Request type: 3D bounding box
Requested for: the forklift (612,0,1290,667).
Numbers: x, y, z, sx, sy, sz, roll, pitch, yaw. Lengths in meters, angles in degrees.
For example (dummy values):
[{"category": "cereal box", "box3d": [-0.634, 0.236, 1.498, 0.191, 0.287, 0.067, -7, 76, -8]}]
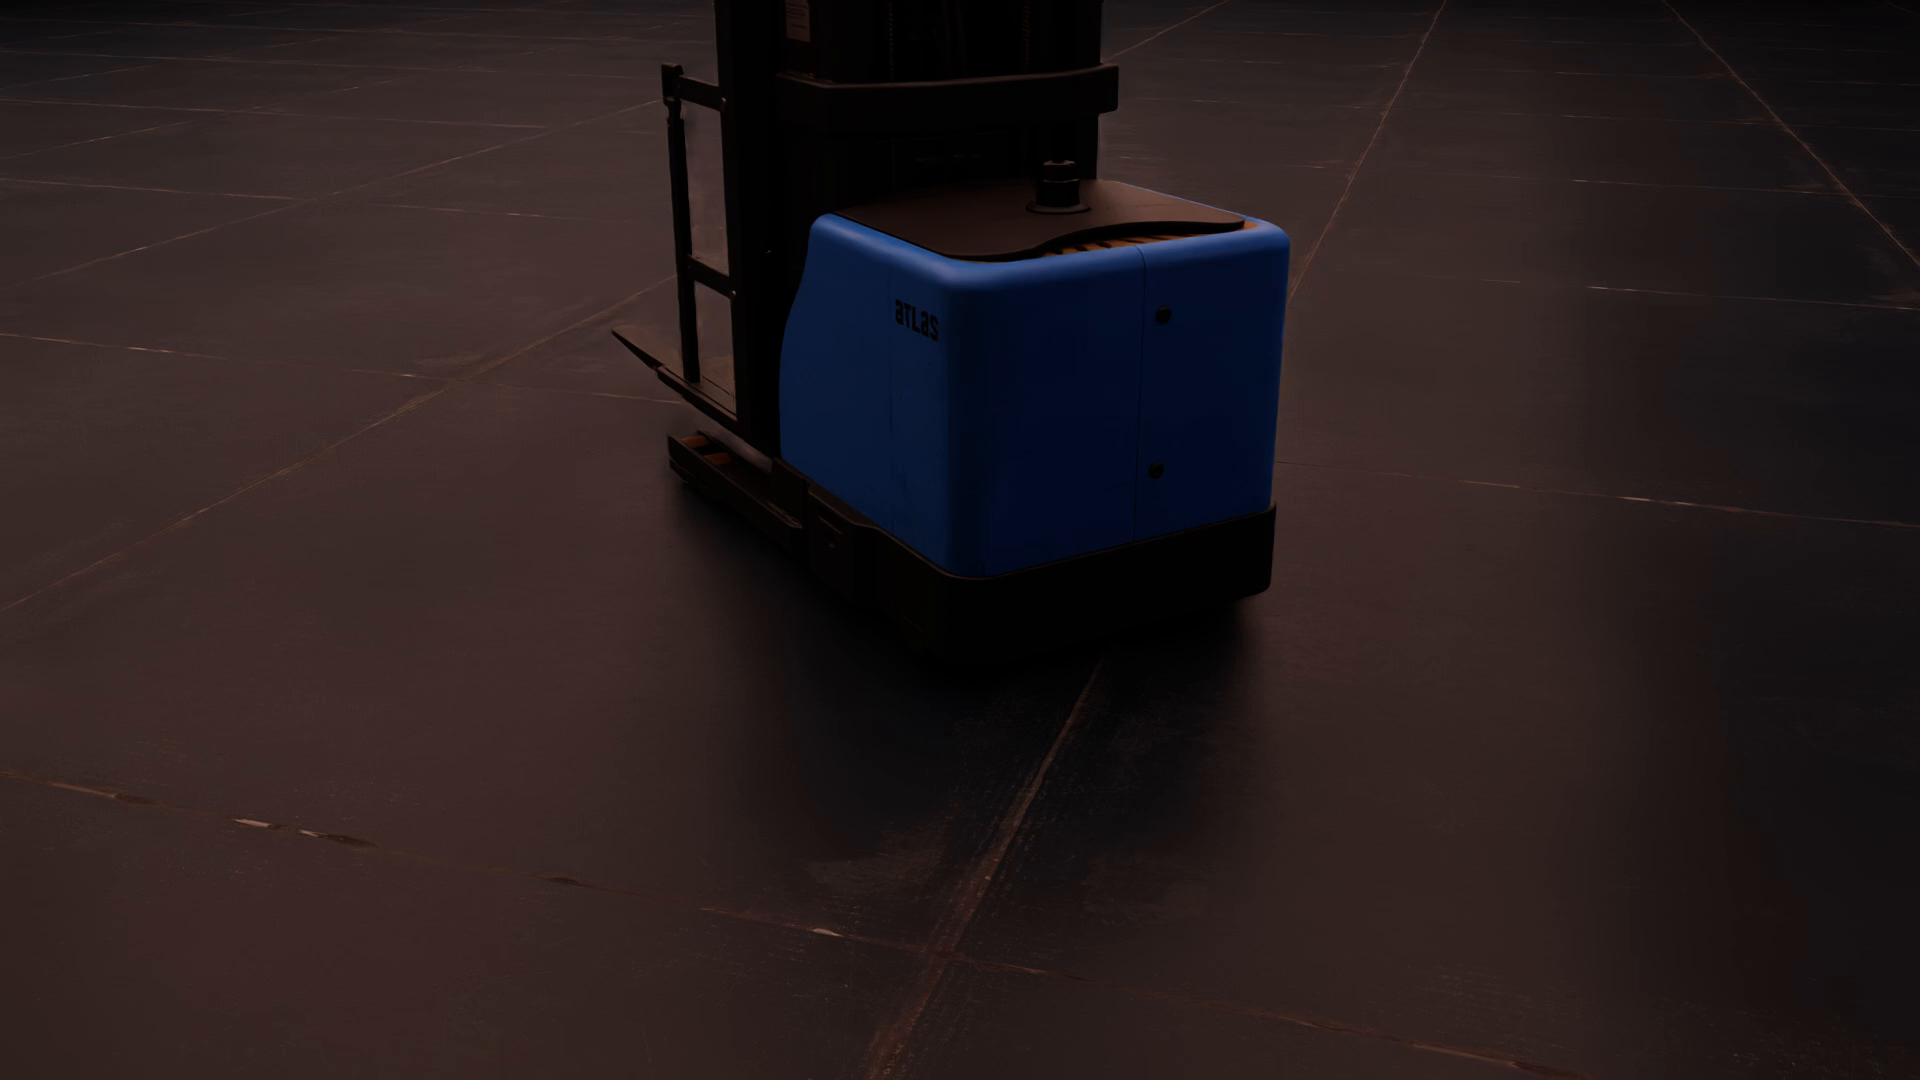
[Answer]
[{"category": "forklift", "box3d": [-0.317, -1.554, 5.045, 1.130, 2.935, 3.031, -13, 26, -28]}]
